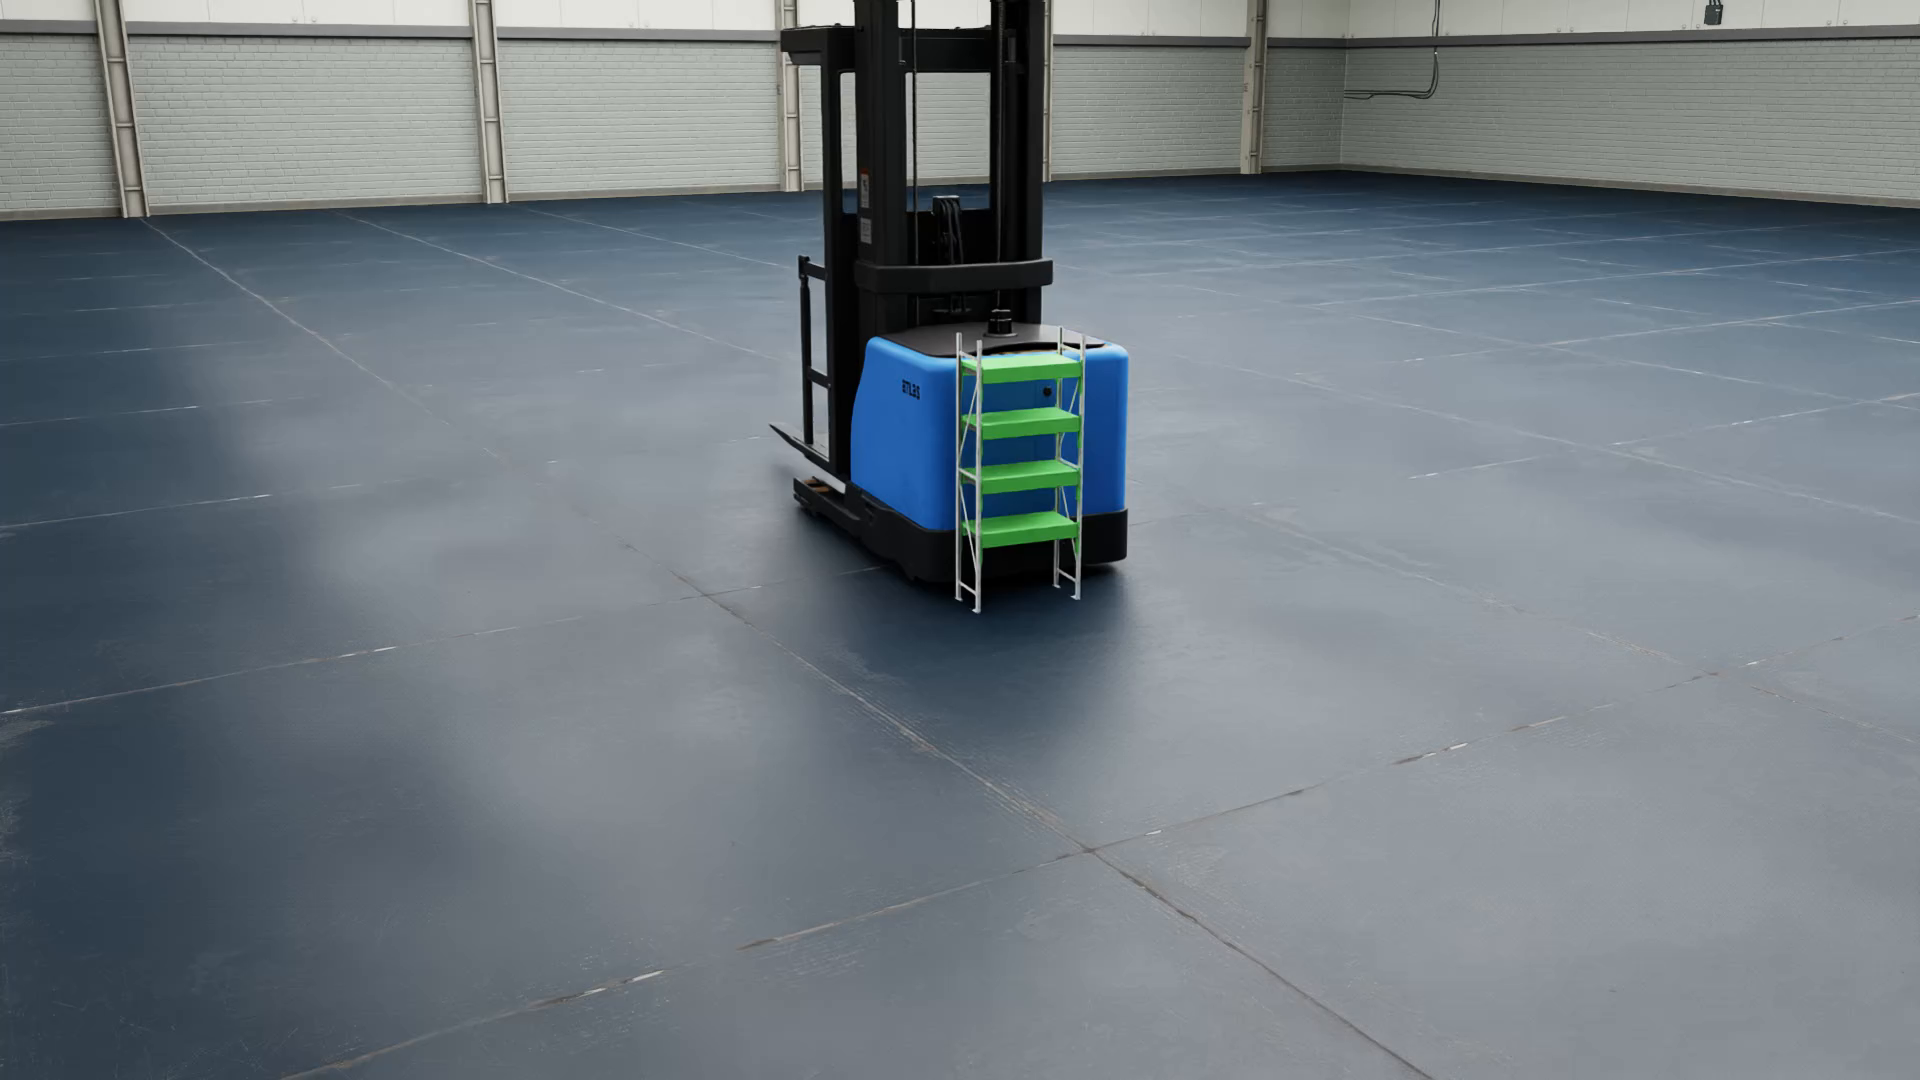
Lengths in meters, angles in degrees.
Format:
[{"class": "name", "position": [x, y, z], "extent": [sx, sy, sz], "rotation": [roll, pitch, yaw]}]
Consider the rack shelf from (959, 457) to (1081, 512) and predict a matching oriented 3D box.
[{"class": "rack shelf", "position": [0.261, -0.248, 7.329], "extent": [0.480, 0.148, 0.258], "rotation": [-7, 17, -22]}]

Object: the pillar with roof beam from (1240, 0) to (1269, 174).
[{"class": "pillar with roof beam", "position": [9.113, -12.047, 34.734], "extent": [0.400, 9.000, 9.100], "rotation": [-9, 18, -30]}]

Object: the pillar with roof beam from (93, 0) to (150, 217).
[{"class": "pillar with roof beam", "position": [-11.459, -8.710, 22.833], "extent": [0.400, 9.000, 9.100], "rotation": [-9, 18, -30]}]

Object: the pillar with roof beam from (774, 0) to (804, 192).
[{"class": "pillar with roof beam", "position": [-1.173, -10.379, 28.783], "extent": [0.400, 9.000, 9.100], "rotation": [-9, 18, -30]}]

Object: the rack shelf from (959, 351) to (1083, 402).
[{"class": "rack shelf", "position": [0.262, -0.710, 7.198], "extent": [0.480, 0.148, 0.258], "rotation": [-7, 17, -22]}]

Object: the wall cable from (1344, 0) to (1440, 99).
[{"class": "wall cable", "position": [10.103, -11.651, 39.076], "extent": [0.112, 2.526, 3.097], "rotation": [-9, 18, -30]}]

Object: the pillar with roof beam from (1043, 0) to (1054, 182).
[{"class": "pillar with roof beam", "position": [3.970, -11.213, 31.759], "extent": [0.400, 9.000, 9.100], "rotation": [-9, 18, -30]}]

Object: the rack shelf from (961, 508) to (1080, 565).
[{"class": "rack shelf", "position": [0.261, -0.017, 7.394], "extent": [0.480, 0.148, 0.258], "rotation": [-7, 17, -22]}]

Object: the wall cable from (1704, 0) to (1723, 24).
[{"class": "wall cable", "position": [14.978, -12.585, 30.354], "extent": [0.169, 6.003, 2.305], "rotation": [-9, 18, -30]}]

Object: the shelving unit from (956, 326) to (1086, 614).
[{"class": "shelving unit", "position": [0.261, -0.310, 7.311], "extent": [0.503, 1.200, 0.258], "rotation": [-7, 17, -22]}]

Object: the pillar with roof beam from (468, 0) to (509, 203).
[{"class": "pillar with roof beam", "position": [-6.316, -9.545, 25.808], "extent": [0.400, 9.000, 9.100], "rotation": [-9, 18, -30]}]

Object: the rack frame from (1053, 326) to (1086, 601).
[{"class": "rack frame", "position": [0.485, -0.336, 7.404], "extent": [0.015, 1.200, 0.240], "rotation": [-7, 17, -22]}]

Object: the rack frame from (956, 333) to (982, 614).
[{"class": "rack frame", "position": [0.037, -0.284, 7.219], "extent": [0.015, 1.200, 0.240], "rotation": [-7, 17, -22]}]

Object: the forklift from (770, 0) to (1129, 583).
[{"class": "forklift", "position": [-0.255, -1.572, 8.608], "extent": [1.130, 2.935, 3.031], "rotation": [-7, 17, -22]}]

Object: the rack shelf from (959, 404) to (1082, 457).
[{"class": "rack shelf", "position": [0.261, -0.479, 7.263], "extent": [0.480, 0.148, 0.258], "rotation": [-7, 17, -22]}]
